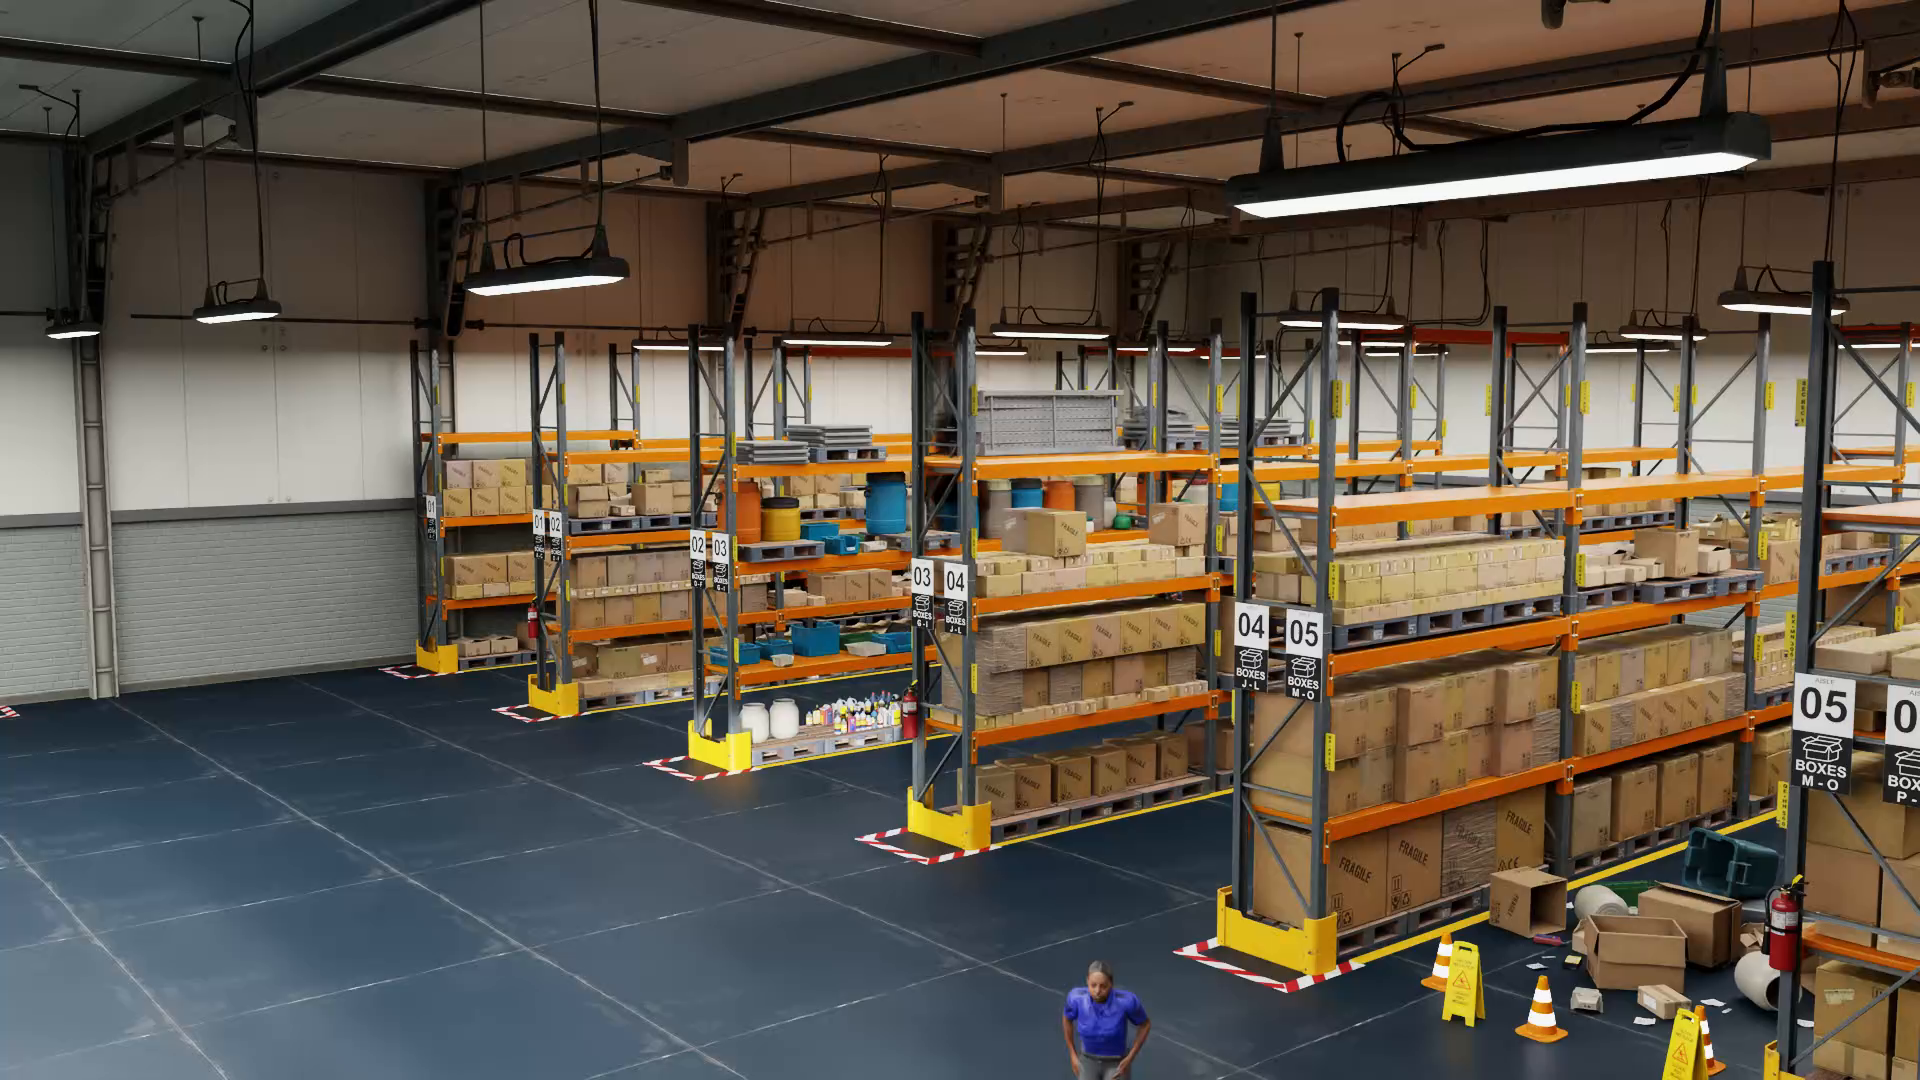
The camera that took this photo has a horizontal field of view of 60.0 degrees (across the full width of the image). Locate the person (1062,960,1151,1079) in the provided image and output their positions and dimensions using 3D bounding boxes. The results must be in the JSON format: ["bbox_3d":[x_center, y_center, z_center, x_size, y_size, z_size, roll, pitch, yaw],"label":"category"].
[{"bbox_3d":[0.951,3.409,10.776,0.575,1.609,0.847,1,5,9],"label":"person"}]

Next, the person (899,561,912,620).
[{"bbox_3d":[-0.956,1.221,33.207,0.782,1.740,0.674,-5,7,-43],"label":"person"}]
